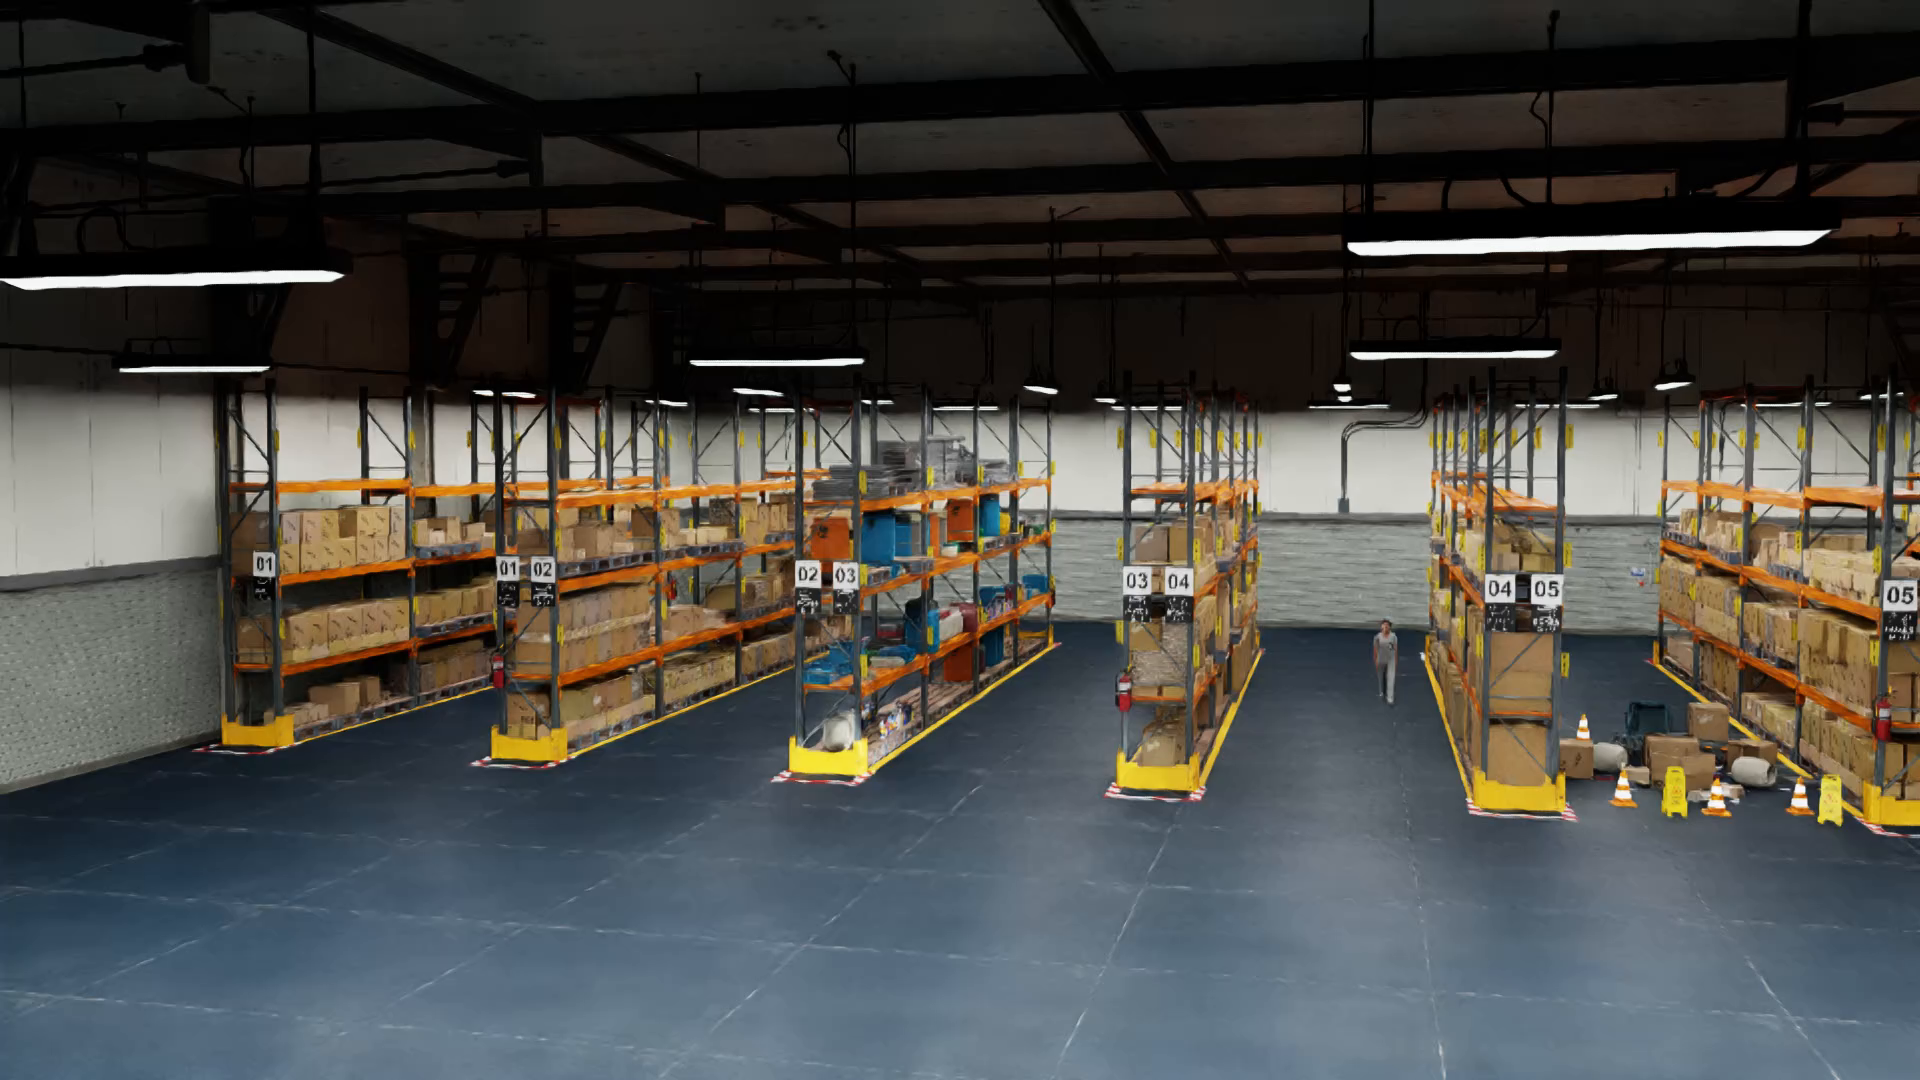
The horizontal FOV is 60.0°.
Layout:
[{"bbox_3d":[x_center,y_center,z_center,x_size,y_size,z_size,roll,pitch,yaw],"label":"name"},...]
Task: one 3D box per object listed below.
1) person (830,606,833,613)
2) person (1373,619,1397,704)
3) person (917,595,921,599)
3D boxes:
[{"bbox_3d":[-3.351,1.384,45.818,0.501,1.718,0.715,3,4,39],"label":"person"},{"bbox_3d":[8.112,2.286,31.736,0.446,1.590,1.110,1,4,16],"label":"person"},{"bbox_3d":[-0.822,1.998,36.570,0.399,1.601,0.456,-1,4,-19],"label":"person"}]
